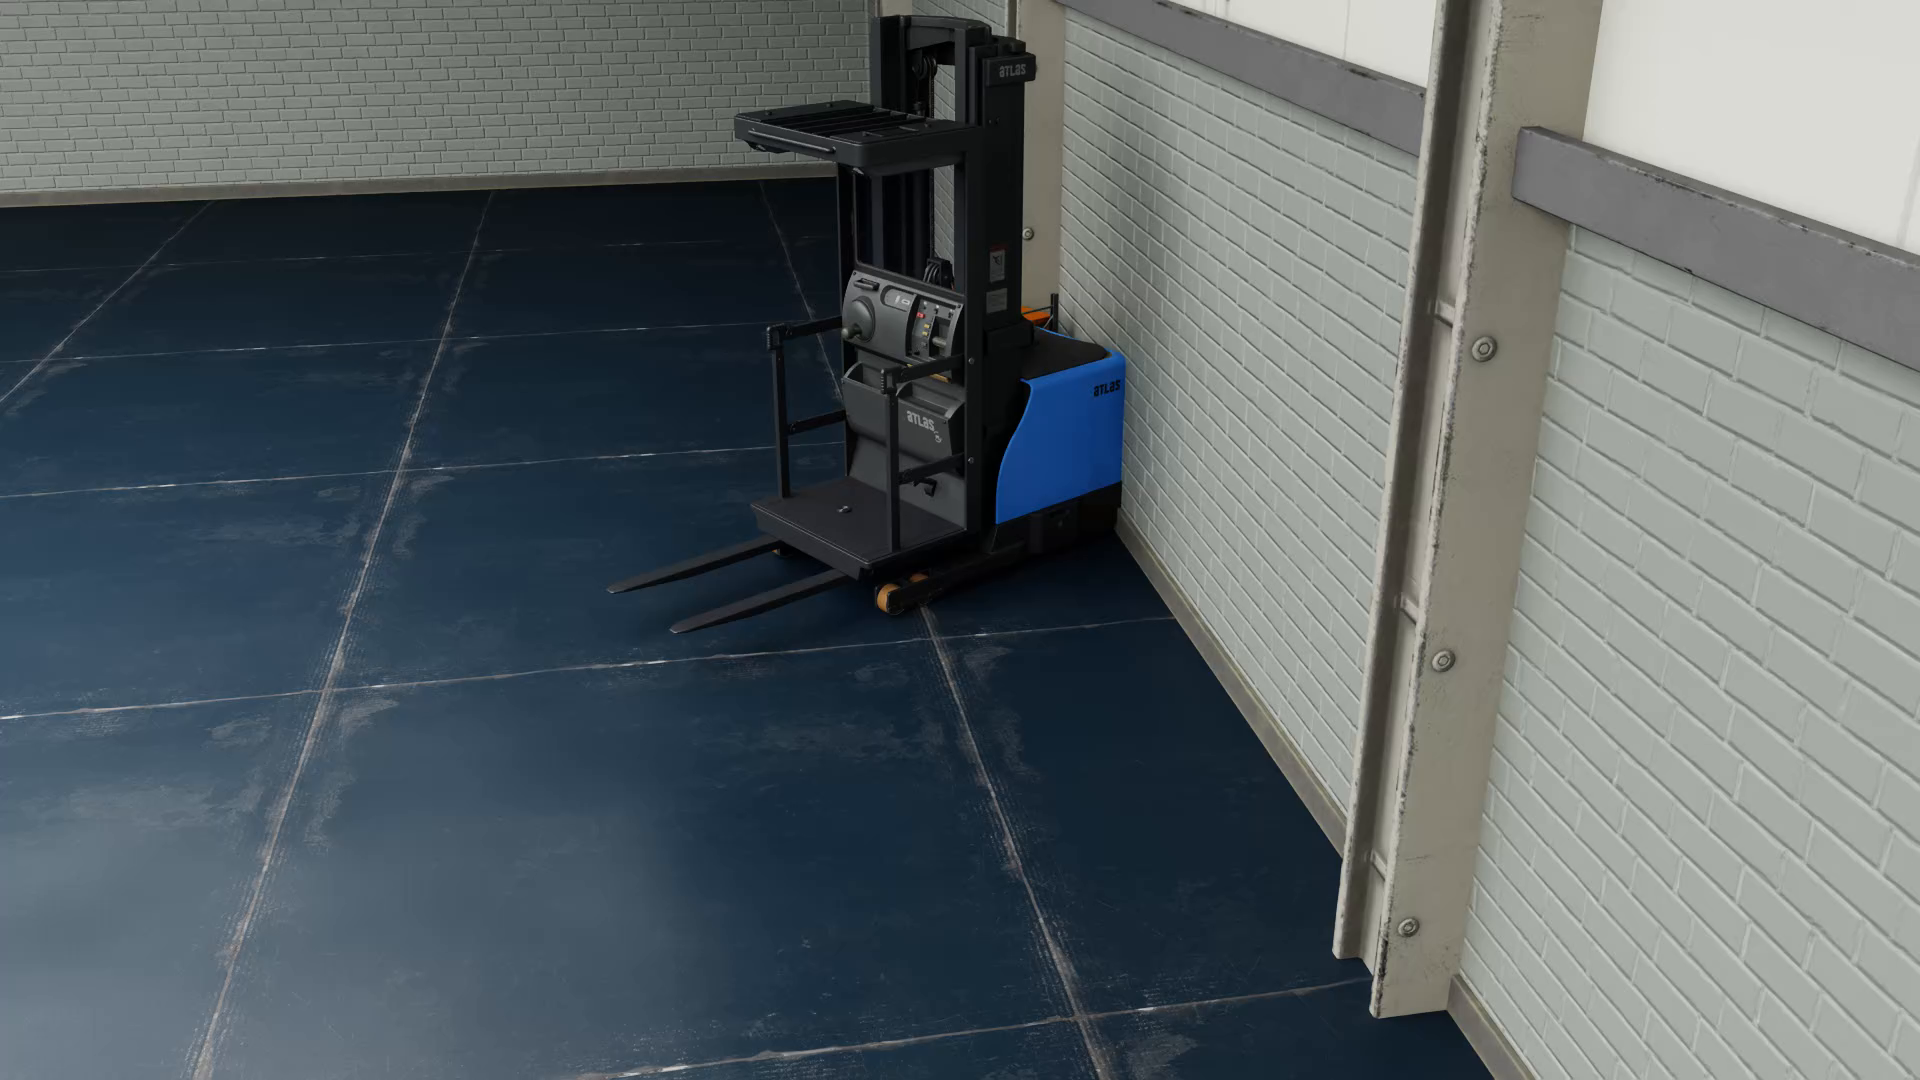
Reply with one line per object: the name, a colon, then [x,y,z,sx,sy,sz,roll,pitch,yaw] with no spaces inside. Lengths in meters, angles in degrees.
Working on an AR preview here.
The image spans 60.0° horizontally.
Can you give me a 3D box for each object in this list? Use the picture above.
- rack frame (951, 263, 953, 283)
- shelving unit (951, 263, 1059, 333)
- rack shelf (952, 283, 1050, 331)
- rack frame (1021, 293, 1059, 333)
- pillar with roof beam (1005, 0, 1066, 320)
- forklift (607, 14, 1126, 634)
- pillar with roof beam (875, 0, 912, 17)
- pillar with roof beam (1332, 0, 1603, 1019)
rack frame: [-0.243,-1.285,11.287,0.500,1.125,0.032,-19,30,-37]
shelving unit: [0.091,-1.132,10.936,0.538,1.125,1.048,-19,30,-37]
rack shelf: [0.091,-1.400,10.819,0.538,0.278,1.000,-19,30,-37]
rack frame: [0.425,-0.979,10.585,0.500,1.125,0.032,-19,30,-37]
pillar with roof beam: [-3.759,-4.563,8.954,9.100,9.000,0.400,-4,24,-10]
forklift: [-0.470,-1.180,8.790,3.031,2.935,1.130,-19,30,-37]
pillar with roof beam: [-4.868,-6.923,14.358,9.100,9.000,0.400,-4,24,-10]
pillar with roof beam: [-2.649,-2.203,3.551,9.100,9.000,0.400,-4,24,-10]
